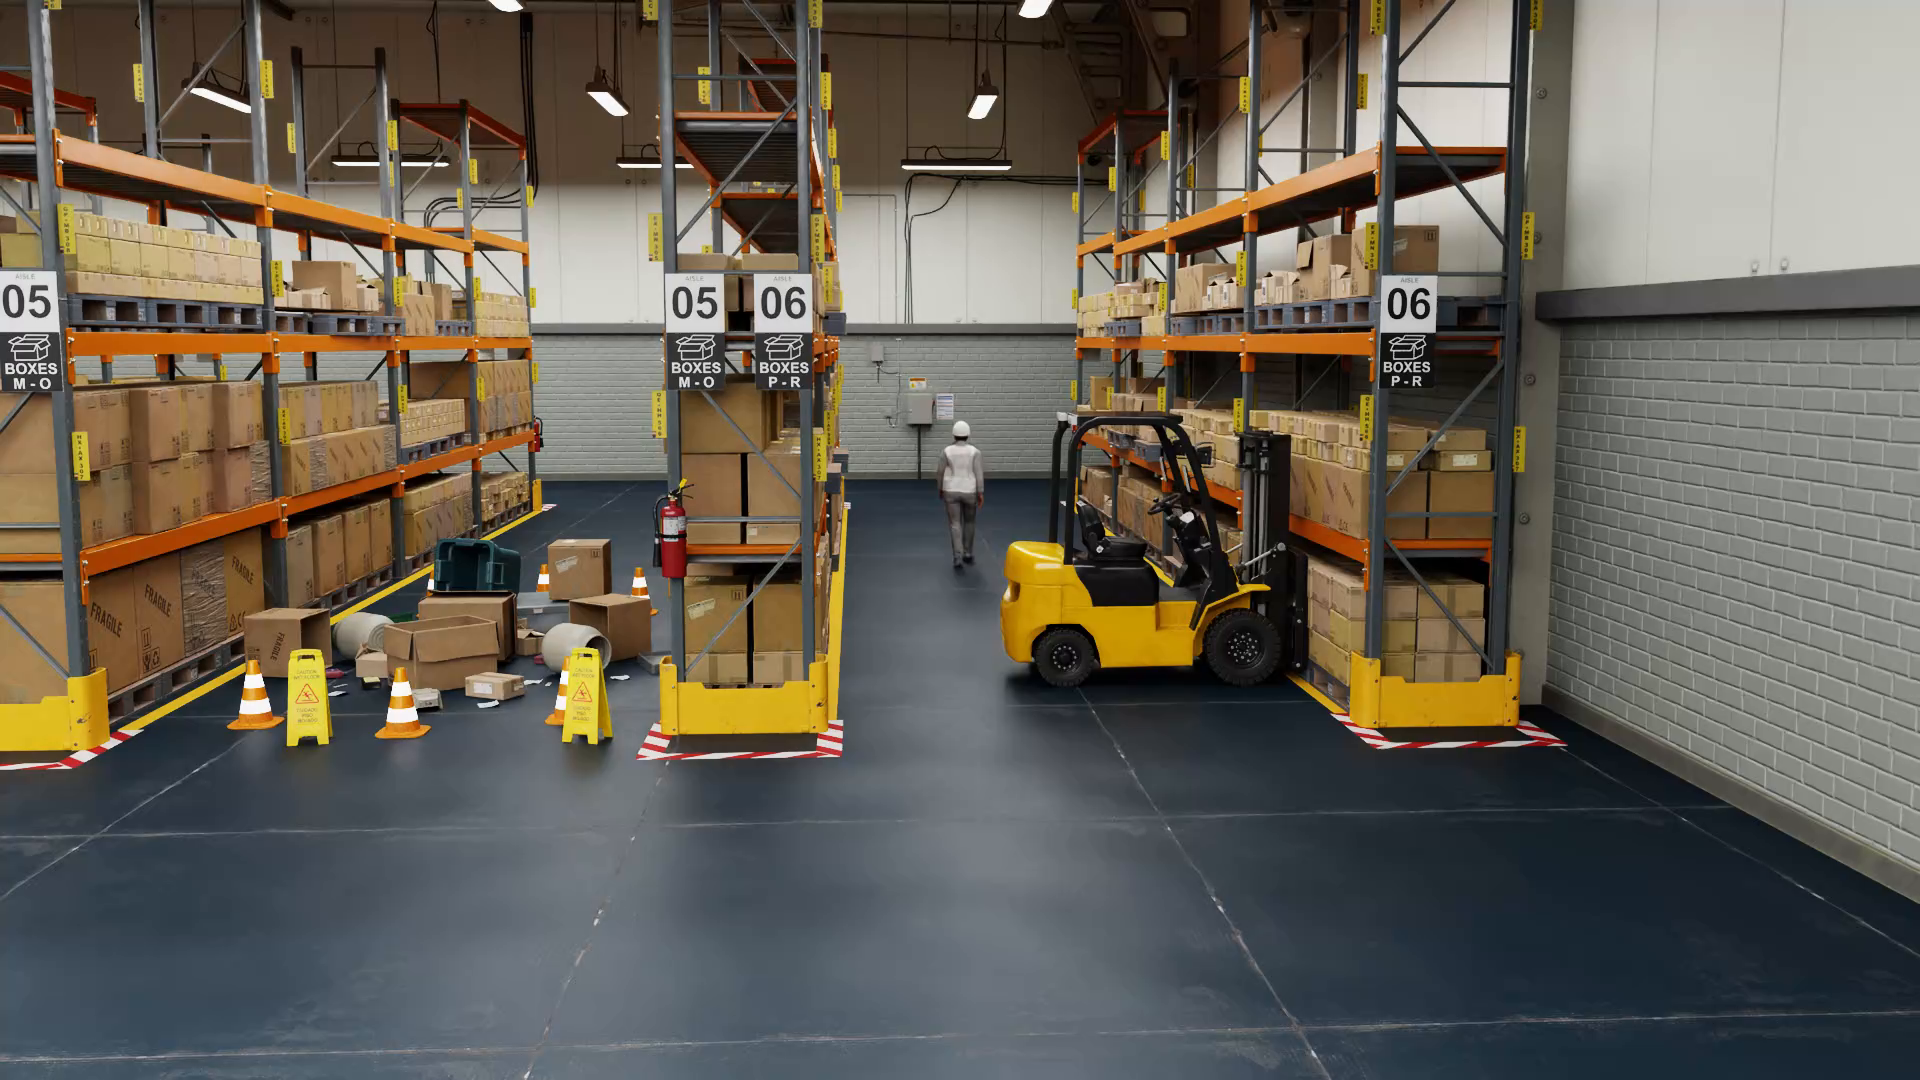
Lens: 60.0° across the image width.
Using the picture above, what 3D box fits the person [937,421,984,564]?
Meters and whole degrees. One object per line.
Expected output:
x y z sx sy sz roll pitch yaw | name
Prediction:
-0.009 -0.606 20.597 0.568 1.741 0.900 0 7 -4 | person
